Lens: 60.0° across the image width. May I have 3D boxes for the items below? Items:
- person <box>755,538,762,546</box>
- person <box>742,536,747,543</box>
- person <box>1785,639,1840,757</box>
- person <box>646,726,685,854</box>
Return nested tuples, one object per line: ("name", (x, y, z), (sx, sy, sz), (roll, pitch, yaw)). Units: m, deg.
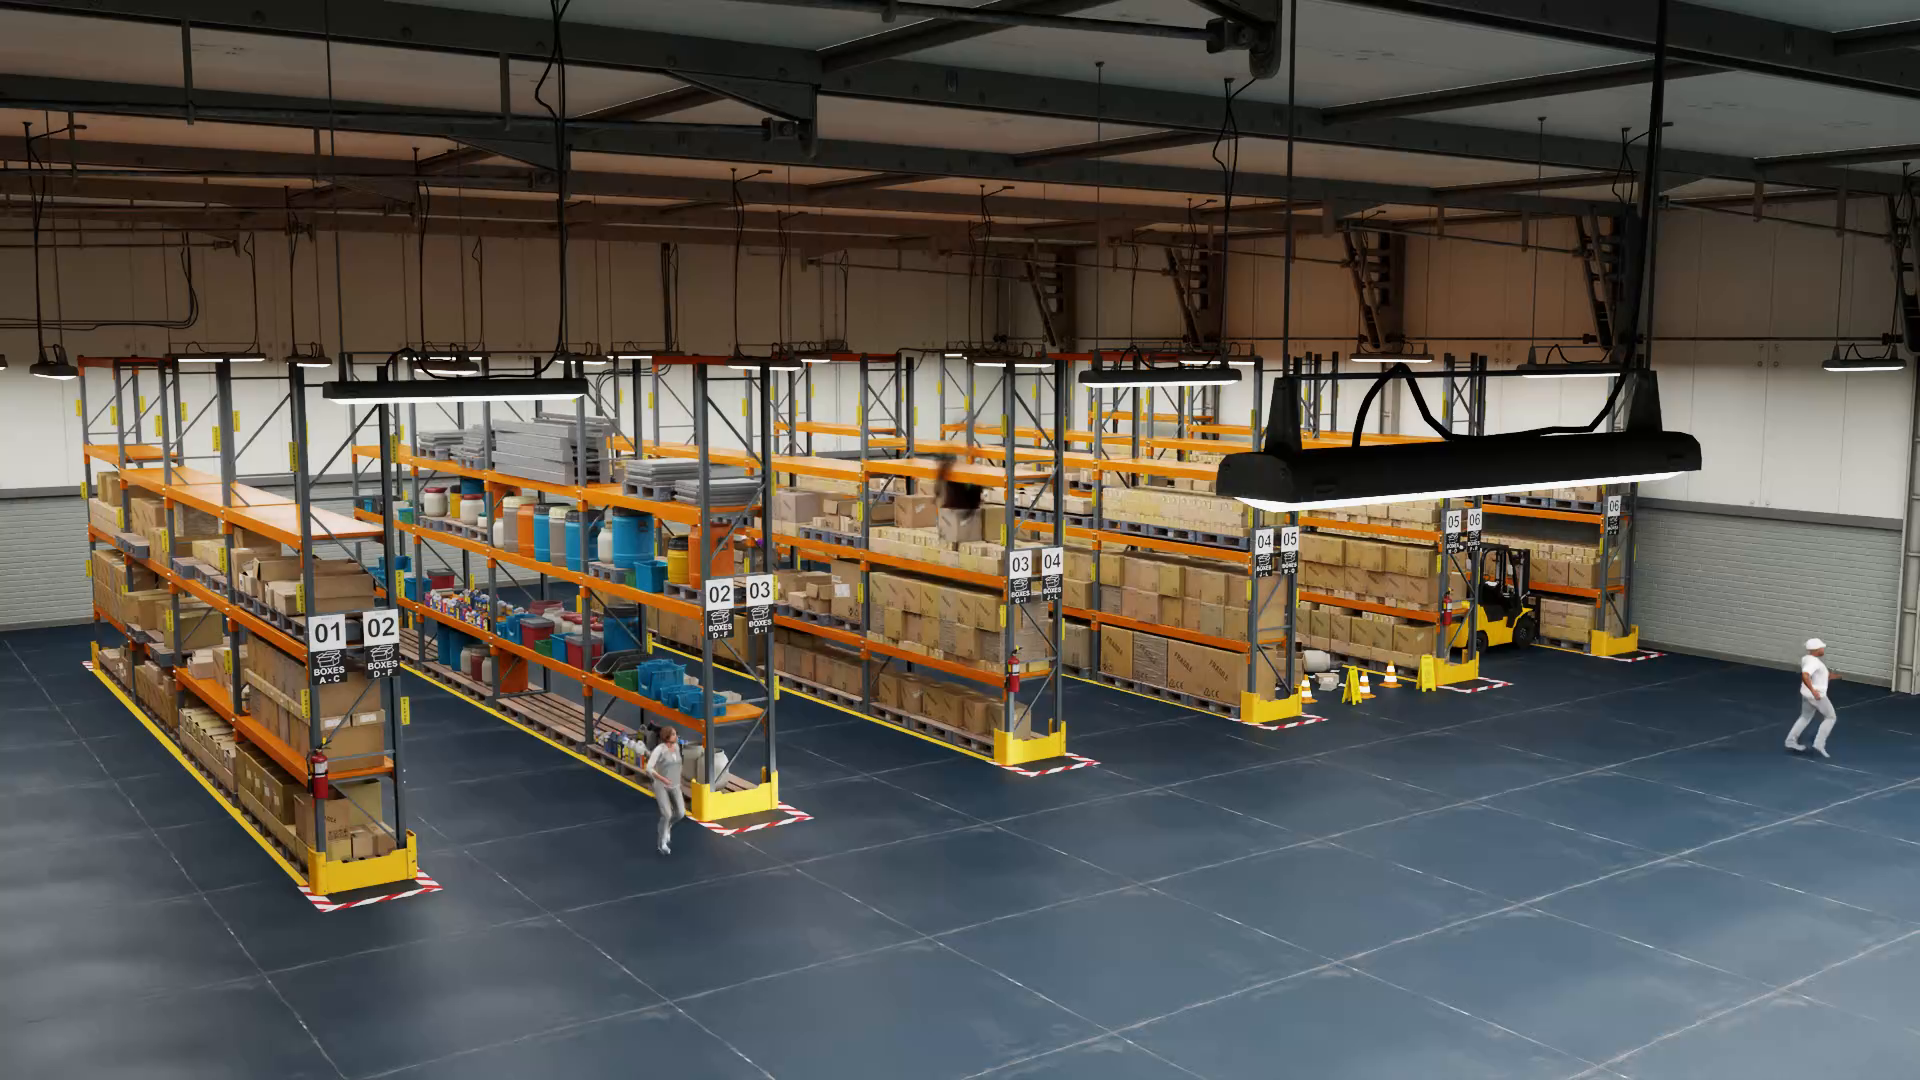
("person", (-5.192, 0.454, 41.600), (0.600, 1.739, 0.818), (-3, 8, -24))
("person", (-5.047, 0.750, 39.006), (0.679, 1.729, 0.627), (-2, 7, -19))
("person", (12.994, 2.400, 25.284), (0.746, 1.817, 0.669), (1, 7, 5))
("person", (-3.634, 3.125, 20.688), (0.563, 1.453, 0.467), (-7, 10, -44))
